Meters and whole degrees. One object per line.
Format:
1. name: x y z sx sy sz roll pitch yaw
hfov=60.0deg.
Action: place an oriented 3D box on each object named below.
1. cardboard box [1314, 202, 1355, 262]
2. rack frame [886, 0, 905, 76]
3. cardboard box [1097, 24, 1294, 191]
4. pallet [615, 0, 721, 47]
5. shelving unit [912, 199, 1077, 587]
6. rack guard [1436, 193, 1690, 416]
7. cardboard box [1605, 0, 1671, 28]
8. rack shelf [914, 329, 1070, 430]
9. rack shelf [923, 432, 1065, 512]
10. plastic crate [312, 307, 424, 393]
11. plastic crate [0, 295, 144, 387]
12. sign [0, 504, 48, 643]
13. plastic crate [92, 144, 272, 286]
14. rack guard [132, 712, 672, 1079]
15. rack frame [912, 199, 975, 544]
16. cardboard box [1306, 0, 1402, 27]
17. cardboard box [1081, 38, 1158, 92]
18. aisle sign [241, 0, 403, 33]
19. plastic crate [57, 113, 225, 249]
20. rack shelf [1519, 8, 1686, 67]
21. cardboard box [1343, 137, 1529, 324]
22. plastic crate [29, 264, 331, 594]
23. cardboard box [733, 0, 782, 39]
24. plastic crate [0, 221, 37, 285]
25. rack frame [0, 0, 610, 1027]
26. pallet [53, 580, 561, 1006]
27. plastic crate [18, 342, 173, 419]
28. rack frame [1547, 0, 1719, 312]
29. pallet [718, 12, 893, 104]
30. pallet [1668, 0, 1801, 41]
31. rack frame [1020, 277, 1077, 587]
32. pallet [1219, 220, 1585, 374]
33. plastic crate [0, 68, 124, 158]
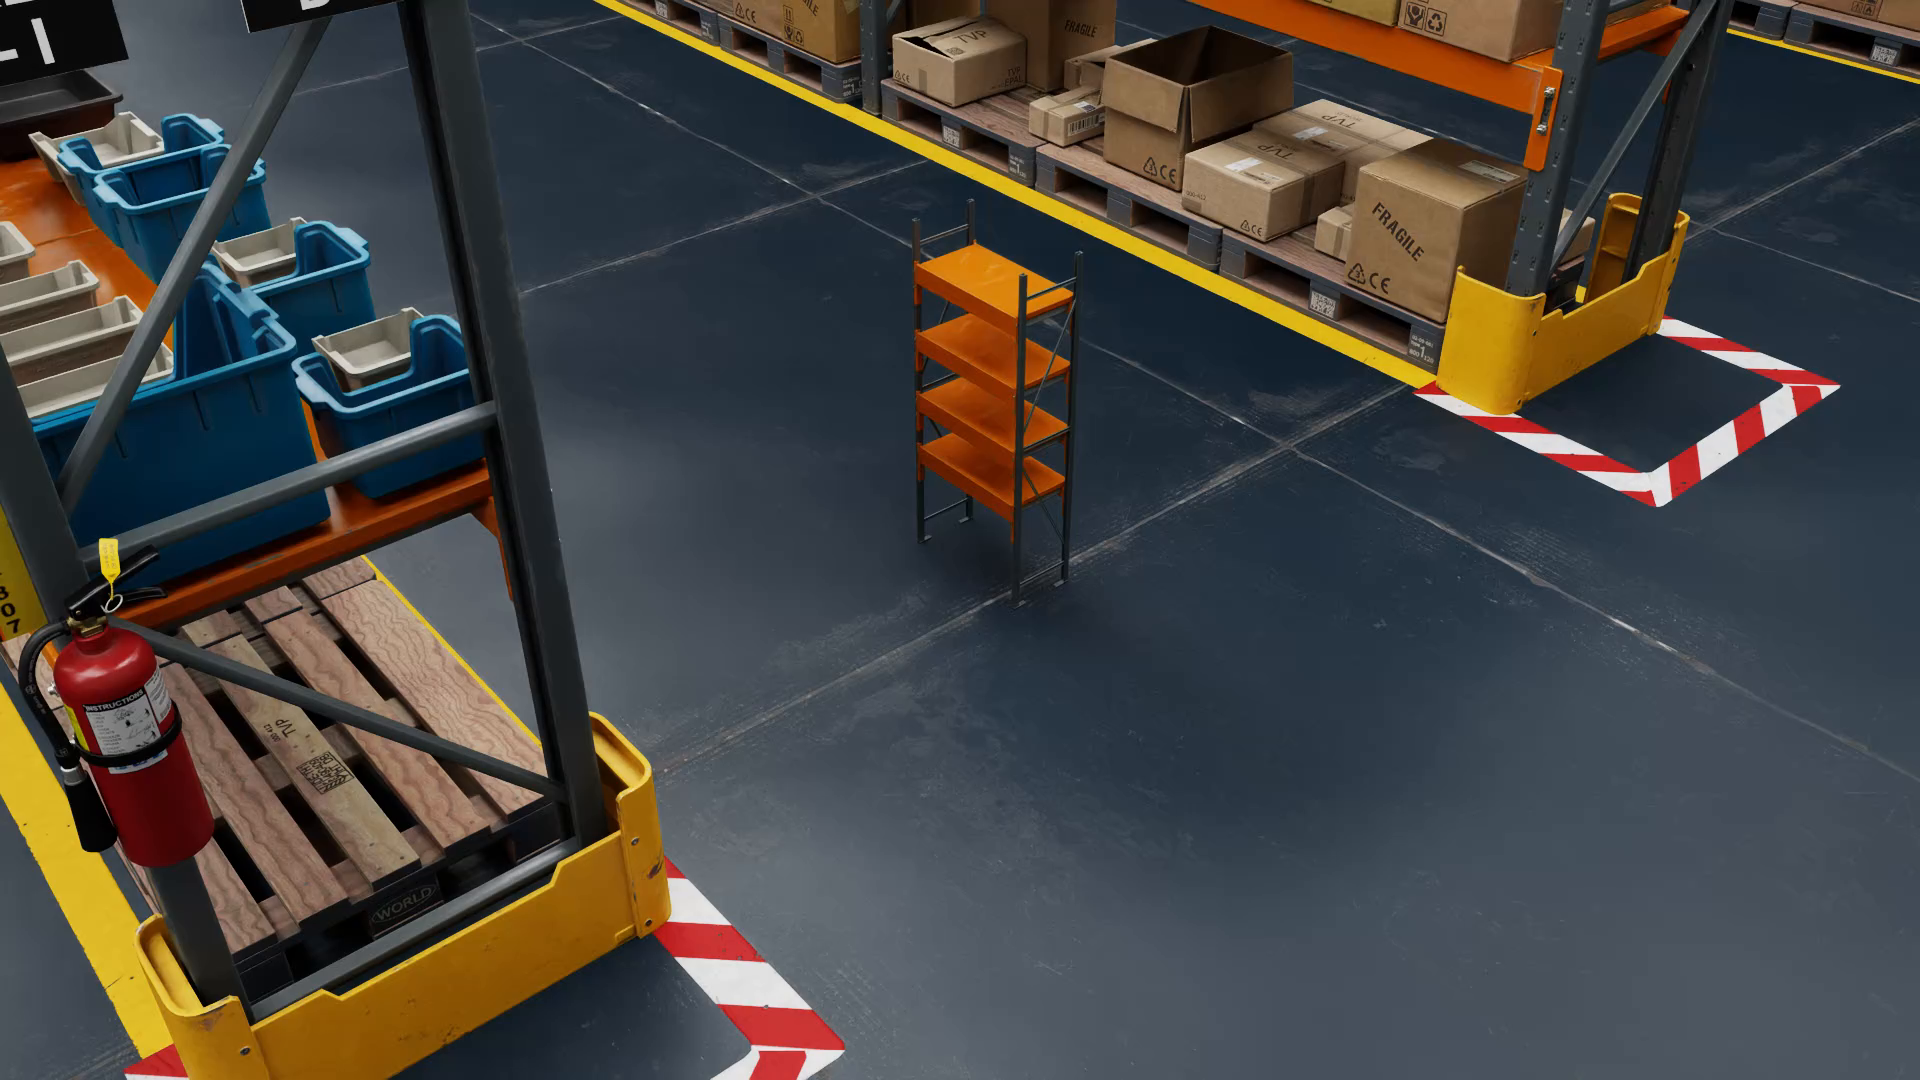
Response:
1. cardboard box: 1.741 -1.334 7.109 0.380 0.166 0.250 -26 43 -32
2. rack frame: -0.106 -3.717 8.403 0.949 2.616 0.053 -26 43 -32
3. cardboard box: 1.108 -2.049 7.827 0.797 0.503 0.637 -26 43 -32
4. pallet: -1.454 -3.462 10.455 1.003 0.211 1.213 -26 43 -32
5. shelving unit: 0.105 -0.418 5.301 0.258 1.200 0.499 -26 43 -32
6. rack guard: 2.423 -0.963 6.678 1.175 0.500 0.348 -26 43 -32
7. cardboard box: 2.388 -2.285 6.294 0.500 0.500 0.500 -25 42 -31
8. rack shelf: 0.107 -0.544 5.210 0.258 0.148 0.480 -26 43 -32
9. rack shelf: 0.107 -0.232 5.431 0.221 0.050 0.457 -26 43 -32
10. plastic crate: -1.365 -0.425 3.931 0.250 0.136 0.298 -26 43 -32
11. plastic crate: -2.154 -0.447 3.962 0.396 0.136 0.243 -26 43 -32
12. sign: -1.724 0.042 2.955 0.100 0.325 0.005 -26 43 -32
13. plastic crate: -2.071 -0.873 4.481 0.416 0.233 0.300 -26 43 -32
14. rack guard: -1.288 0.922 4.016 1.175 0.500 0.348 -26 43 -32
15. rack frame: -0.051 -0.524 5.452 0.240 1.200 0.015 -26 43 -32
16. cardboard box: 1.638 -2.315 6.336 0.500 0.500 0.500 -26 43 -31
17. cardboard box: 0.960 -2.321 8.378 0.500 0.311 0.500 -26 43 -32
18. aisle sign: -1.040 -1.244 2.662 0.394 0.787 0.004 -26 43 -32
19. plastic crate: -2.265 -1.006 4.668 0.416 0.233 0.300 -26 43 -32
20. rack shelf: 1.182 -2.648 7.285 0.919 0.052 3.809 -26 43 -32
21. cardboard box: 1.933 -1.257 6.712 0.500 0.500 0.500 -26 43 -32
22. plastic crate: -1.673 -0.221 3.384 0.616 0.435 0.499 -26 43 -32
23. cardboard box: -0.959 -3.208 9.466 0.500 0.500 0.500 -26 43 -32
24. plastic crate: -2.558 -0.684 4.297 0.298 0.136 0.250 -26 43 -32
25. rack frame: -1.314 -0.104 3.302 1.000 3.000 0.127 -26 43 -32
26. pallet: -1.816 0.655 4.642 1.003 0.211 1.213 -26 43 -32
27. plastic crate: -1.978 -0.313 3.773 0.396 0.136 0.243 -26 43 -32
28. rack frame: 2.475 -1.951 5.910 0.949 2.616 0.053 -26 43 -32
29. pallet: -0.663 -2.923 9.694 1.003 0.211 1.213 -26 43 -32
30. pallet: 4.895 -3.523 10.542 1.003 0.211 1.213 -26 43 -32
31. rack frame: 0.264 -0.309 5.148 0.228 1.046 0.006 -26 43 -32
32. pallet: -25.776 -11.246 13.843 28.867 8.999 54.027 -26 43 -32
33. plastic crate: -2.968 -1.388 5.301 0.437 0.125 0.590 -26 43 -32
